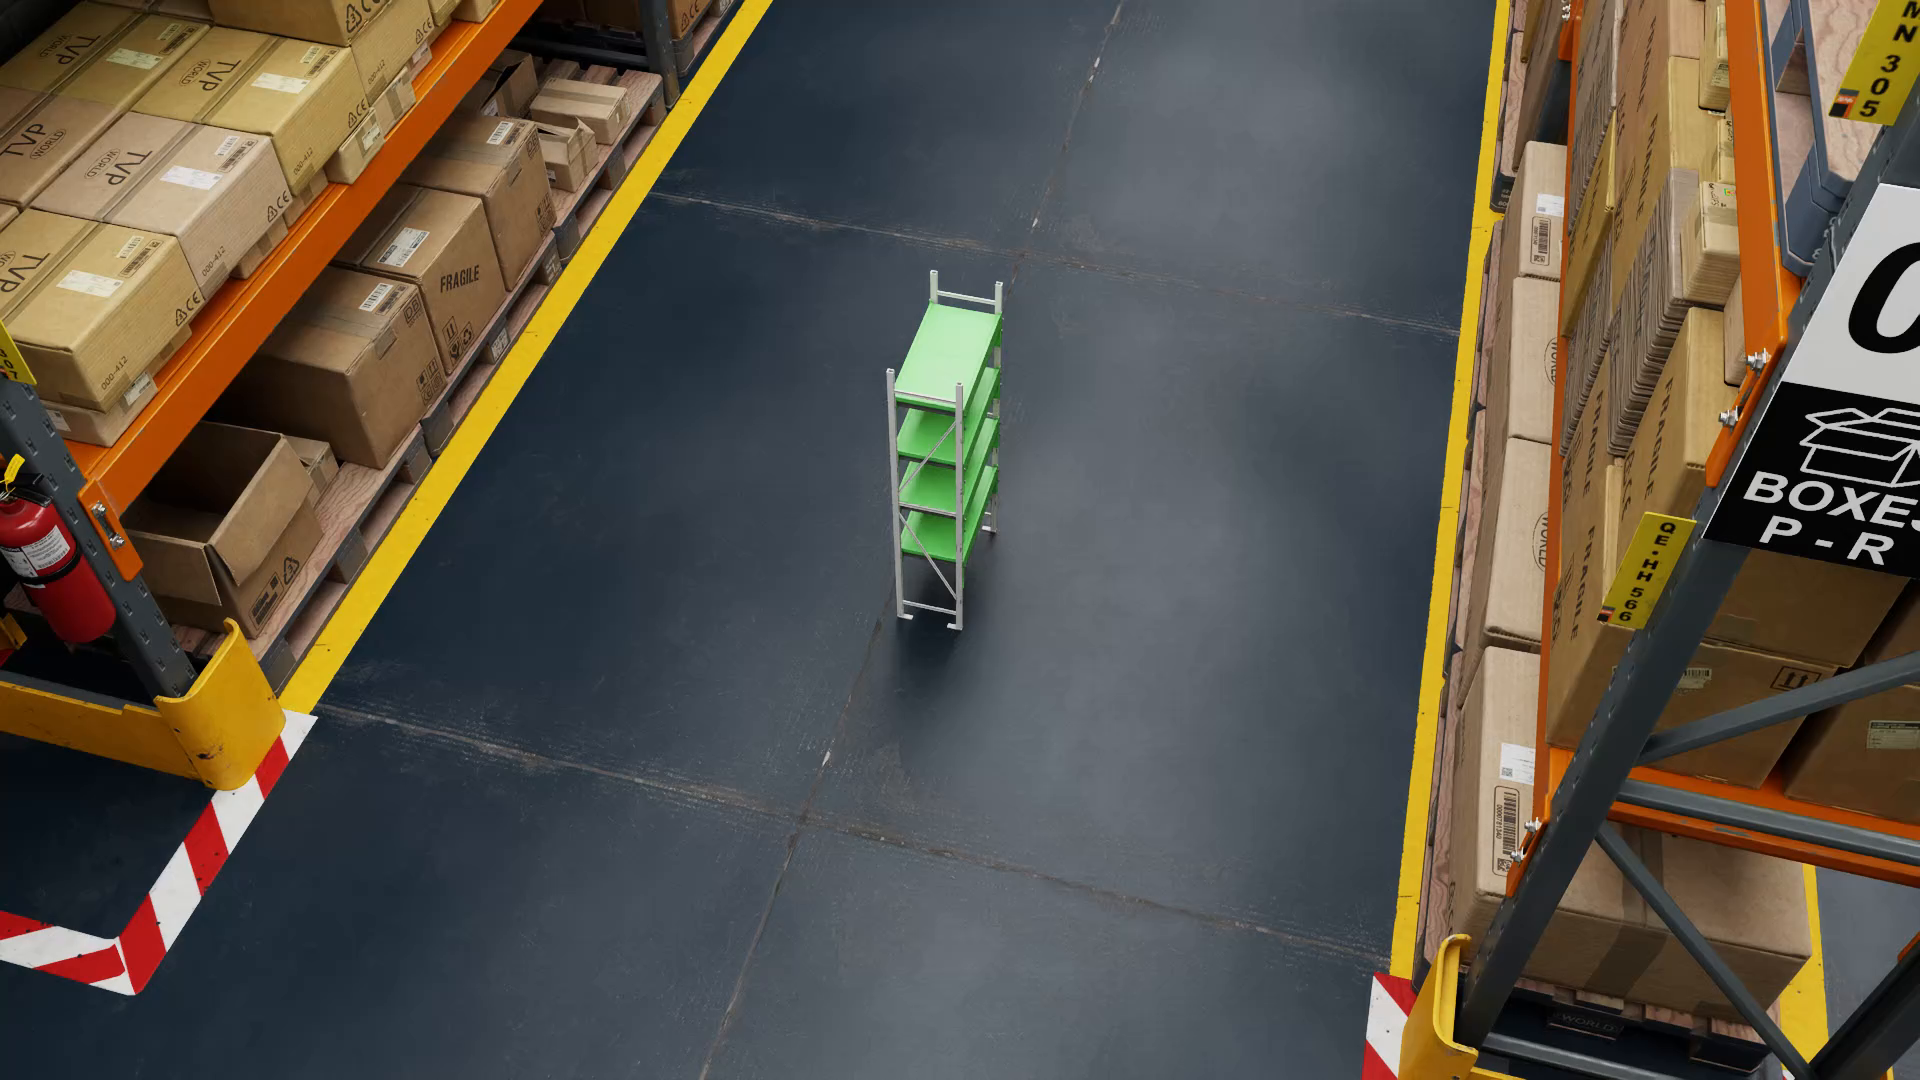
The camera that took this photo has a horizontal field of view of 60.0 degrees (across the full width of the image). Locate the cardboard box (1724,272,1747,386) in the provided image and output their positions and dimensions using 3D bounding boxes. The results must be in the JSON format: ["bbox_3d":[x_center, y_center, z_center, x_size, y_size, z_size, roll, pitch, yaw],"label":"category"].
[{"bbox_3d":[1.811,-0.423,3.456,0.380,0.149,0.250,12,50,11],"label":"cardboard box"}]

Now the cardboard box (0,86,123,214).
[{"bbox_3d":[-2.922,-1.140,5.157,0.500,0.250,0.500,12,50,10],"label":"cardboard box"}]

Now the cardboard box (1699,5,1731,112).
[{"bbox_3d":[2.050,-1.168,4.114,0.380,0.149,0.250,13,50,11],"label":"cardboard box"}]

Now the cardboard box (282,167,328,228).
[{"bbox_3d":[-2.325,-1.188,5.465,0.380,0.149,0.250,12,50,11],"label":"cardboard box"}]

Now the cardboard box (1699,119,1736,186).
[{"bbox_3d":[1.903,-0.800,3.789,0.380,0.149,0.250,13,50,11],"label":"cardboard box"}]

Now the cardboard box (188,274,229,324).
[{"bbox_3d":[-2.515,-0.824,5.144,0.380,0.149,0.250,11,49,10],"label":"cardboard box"}]

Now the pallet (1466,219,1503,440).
[{"bbox_3d":[2.643,-0.792,6.809,1.003,0.211,1.213,12,50,10],"label":"pallet"}]

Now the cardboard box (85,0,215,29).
[{"bbox_3d":[-2.649,-1.875,5.806,0.500,0.250,0.500,11,50,10],"label":"cardboard box"}]

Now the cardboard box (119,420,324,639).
[{"bbox_3d":[-2.672,-0.070,5.696,0.797,0.503,0.637,10,49,9],"label":"cardboard box"}]

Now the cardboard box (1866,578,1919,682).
[{"bbox_3d":[2.267,-0.011,3.526,0.500,0.500,0.500,11,49,9],"label":"cardboard box"}]

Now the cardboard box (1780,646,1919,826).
[{"bbox_3d":[2.269,0.320,3.900,0.500,0.500,0.500,11,50,10],"label":"cardboard box"}]

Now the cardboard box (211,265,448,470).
[{"bbox_3d":[-2.409,-0.680,6.236,0.700,0.500,0.500,13,50,12],"label":"cardboard box"}]

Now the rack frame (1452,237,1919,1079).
[{"bbox_3d":[1.866,0.643,3.681,1.000,3.000,0.127,12,50,10],"label":"rack frame"}]

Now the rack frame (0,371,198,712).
[{"bbox_3d":[-2.924,-0.333,4.544,1.000,3.000,0.127,12,50,10],"label":"rack frame"}]

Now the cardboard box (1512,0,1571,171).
[{"bbox_3d":[3.004,-2.150,7.284,0.875,0.875,0.875,13,50,11],"label":"cardboard box"}]

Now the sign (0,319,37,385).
[{"bbox_3d":[-2.400,-0.513,4.125,0.100,0.325,0.005,12,50,10],"label":"sign"}]

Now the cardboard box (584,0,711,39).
[{"bbox_3d":[-1.527,-2.844,8.146,0.500,0.500,0.500,14,50,12],"label":"cardboard box"}]

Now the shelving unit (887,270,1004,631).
[{"bbox_3d":[-0.044,-0.277,5.694,0.258,1.200,0.503,12,50,10],"label":"shelving unit"}]

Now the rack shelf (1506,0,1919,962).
[{"bbox_3d":[2.392,-0.565,5.228,1.077,0.370,4.000,12,50,10],"label":"rack shelf"}]

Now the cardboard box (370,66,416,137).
[{"bbox_3d":[-2.136,-1.550,5.785,0.380,0.149,0.250,13,50,11],"label":"cardboard box"}]

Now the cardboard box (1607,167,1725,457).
[{"bbox_3d":[1.872,-0.500,3.957,0.500,0.500,0.500,12,50,10],"label":"cardboard box"}]

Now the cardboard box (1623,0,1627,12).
[{"bbox_3d":[2.421,-1.953,5.239,0.500,0.500,0.500,11,49,10],"label":"cardboard box"}]

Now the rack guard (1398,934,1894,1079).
[{"bbox_3d":[1.859,1.488,4.603,1.175,0.500,0.348,12,50,10],"label":"rack guard"}]

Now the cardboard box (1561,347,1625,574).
[{"bbox_3d":[1.884,-0.151,4.316,0.500,0.500,0.500,11,49,9],"label":"cardboard box"}]

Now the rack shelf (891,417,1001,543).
[{"bbox_3d":[-0.044,-0.235,5.742,0.258,0.148,0.480,12,50,10],"label":"rack shelf"}]

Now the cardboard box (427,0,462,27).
[{"bbox_3d":[-2.031,-2.136,6.036,0.500,0.250,0.500,11,50,10],"label":"cardboard box"}]

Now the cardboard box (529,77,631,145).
[{"bbox_3d":[-1.734,-1.961,7.602,0.380,0.149,0.250,10,49,9],"label":"cardboard box"}]

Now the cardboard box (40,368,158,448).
[{"bbox_3d":[-2.573,-0.434,4.800,0.380,0.149,0.250,11,50,10],"label":"cardboard box"}]

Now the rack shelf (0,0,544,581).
[{"bbox_3d":[-2.398,-1.542,6.090,1.077,0.370,4.000,12,50,10],"label":"rack shelf"}]

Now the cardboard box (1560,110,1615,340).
[{"bbox_3d":[2.133,-0.901,4.978,0.500,0.500,0.500,13,50,11],"label":"cardboard box"}]

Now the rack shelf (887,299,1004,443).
[{"bbox_3d":[-0.044,-0.553,5.382,0.258,0.148,0.480,12,50,10],"label":"rack shelf"}]

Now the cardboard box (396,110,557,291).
[{"bbox_3d":[-2.136,-1.430,6.899,0.700,0.500,0.500,10,49,9],"label":"cardboard box"}]

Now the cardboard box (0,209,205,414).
[{"bbox_3d":[-2.545,-0.657,4.731,0.500,0.250,0.500,12,50,10],"label":"cardboard box"}]

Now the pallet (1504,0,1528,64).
[{"bbox_3d":[3.368,-2.785,8.567,1.003,0.211,1.213,12,50,10],"label":"pallet"}]

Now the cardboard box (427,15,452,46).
[{"bbox_3d":[-2.115,-1.938,6.128,0.380,0.149,0.250,12,50,11],"label":"cardboard box"}]

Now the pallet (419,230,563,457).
[{"bbox_3d":[-2.372,-0.922,6.923,1.003,0.211,1.213,12,50,10],"label":"pallet"}]

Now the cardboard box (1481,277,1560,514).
[{"bbox_3d":[2.415,-0.460,6.084,0.875,0.438,0.875,10,49,9],"label":"cardboard box"}]

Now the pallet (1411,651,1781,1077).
[{"bbox_3d":[2.001,0.972,5.251,1.003,0.211,1.213,12,50,10],"label":"pallet"}]

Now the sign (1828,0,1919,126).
[{"bbox_3d":[1.346,-0.733,2.358,0.100,0.325,0.005,12,50,10],"label":"sign"}]

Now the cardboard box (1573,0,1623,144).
[{"bbox_3d":[2.406,-1.632,5.623,0.500,0.500,0.500,12,50,10],"label":"cardboard box"}]

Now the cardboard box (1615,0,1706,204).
[{"bbox_3d":[2.140,-1.220,4.593,0.500,0.500,0.500,11,50,10],"label":"cardboard box"}]

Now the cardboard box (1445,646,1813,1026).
[{"bbox_3d":[1.943,0.855,4.923,0.875,0.438,0.875,10,49,9],"label":"cardboard box"}]

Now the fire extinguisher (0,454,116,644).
[{"bbox_3d":[-2.517,0.013,4.538,0.296,0.674,0.183,12,50,10],"label":"fire extinguisher"}]

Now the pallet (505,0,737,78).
[{"bbox_3d":[-1.694,-2.900,8.668,1.003,0.211,1.213,12,50,10],"label":"pallet"}]

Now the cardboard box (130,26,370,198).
[{"bbox_3d":[-2.282,-1.389,5.377,0.500,0.250,0.500,11,49,9],"label":"cardboard box"}]

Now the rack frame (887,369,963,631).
[{"bbox_3d":[-0.108,-0.101,5.539,0.240,1.200,0.015,12,50,10],"label":"rack frame"}]
